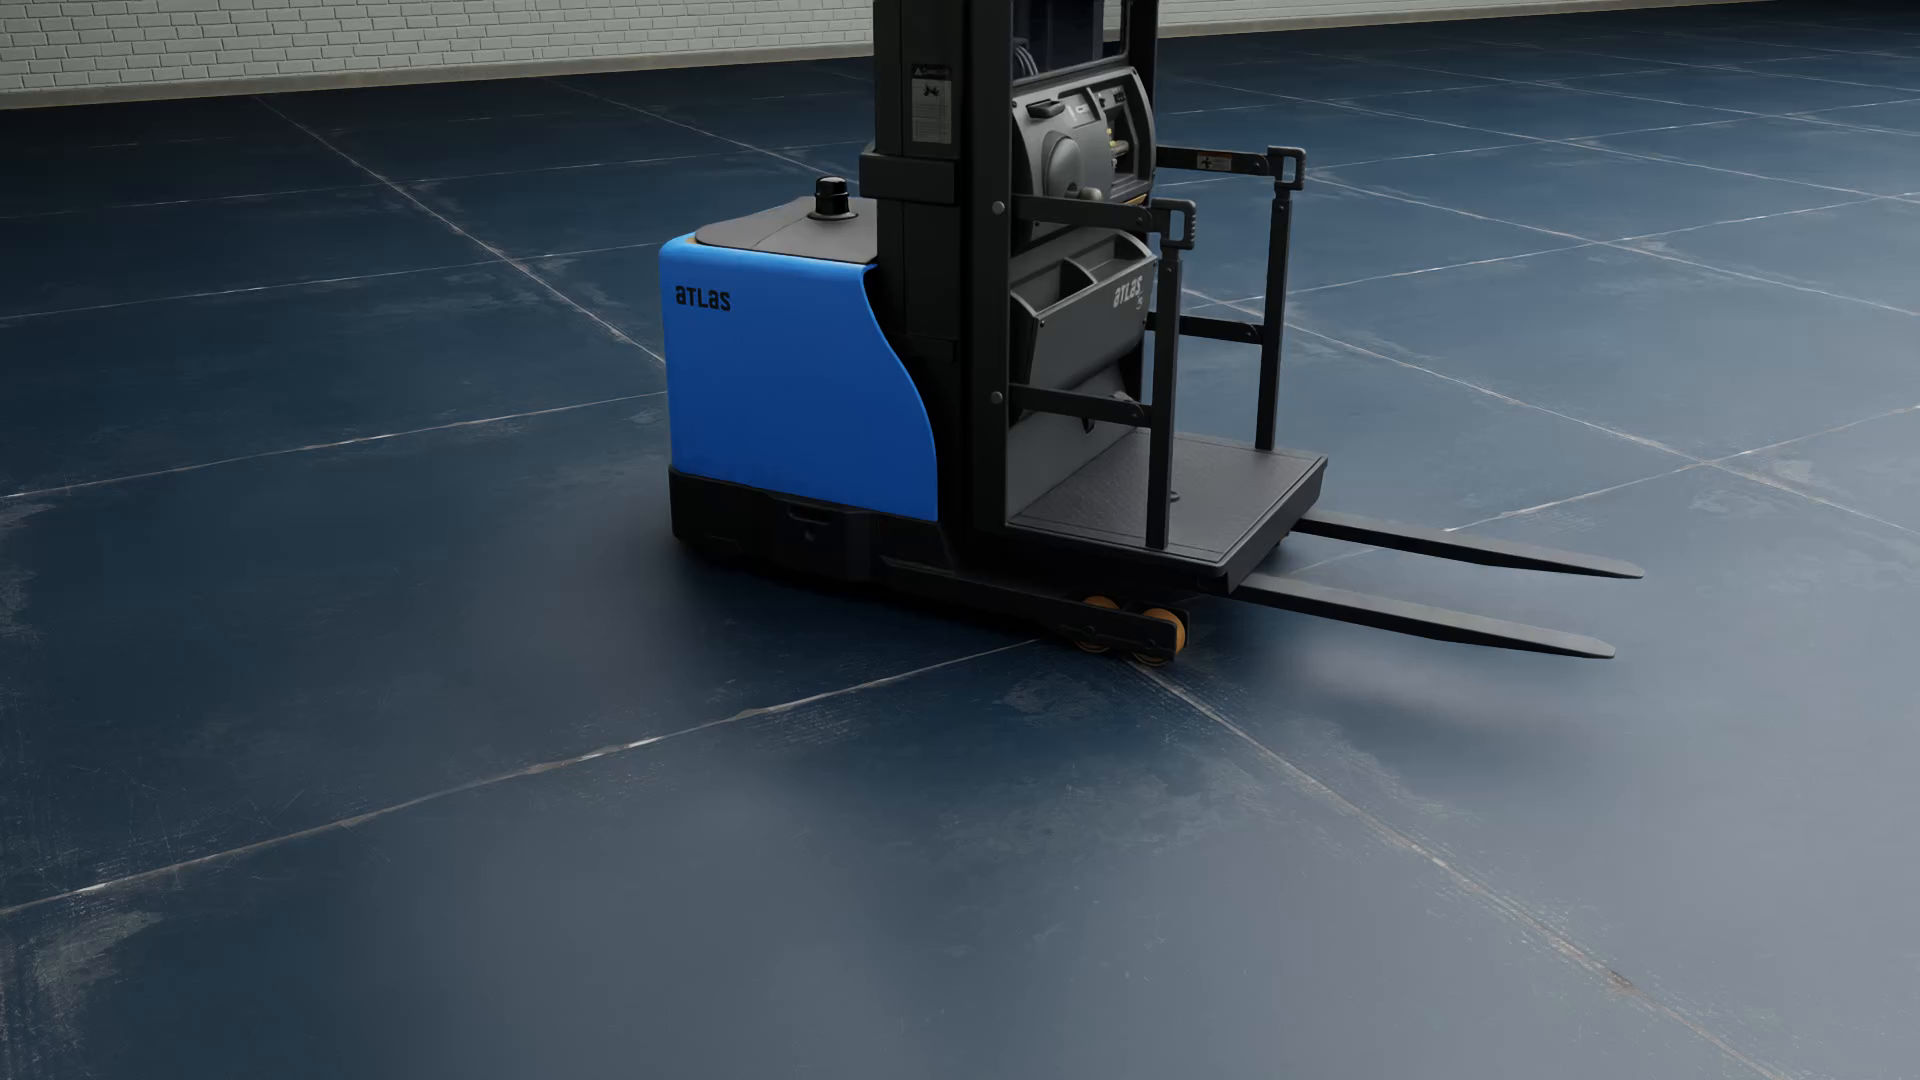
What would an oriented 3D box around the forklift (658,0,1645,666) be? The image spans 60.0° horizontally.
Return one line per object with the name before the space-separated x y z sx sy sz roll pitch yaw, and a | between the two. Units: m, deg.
forklift | 0.564 -1.215 4.907 3.031 2.935 1.130 11 25 26
